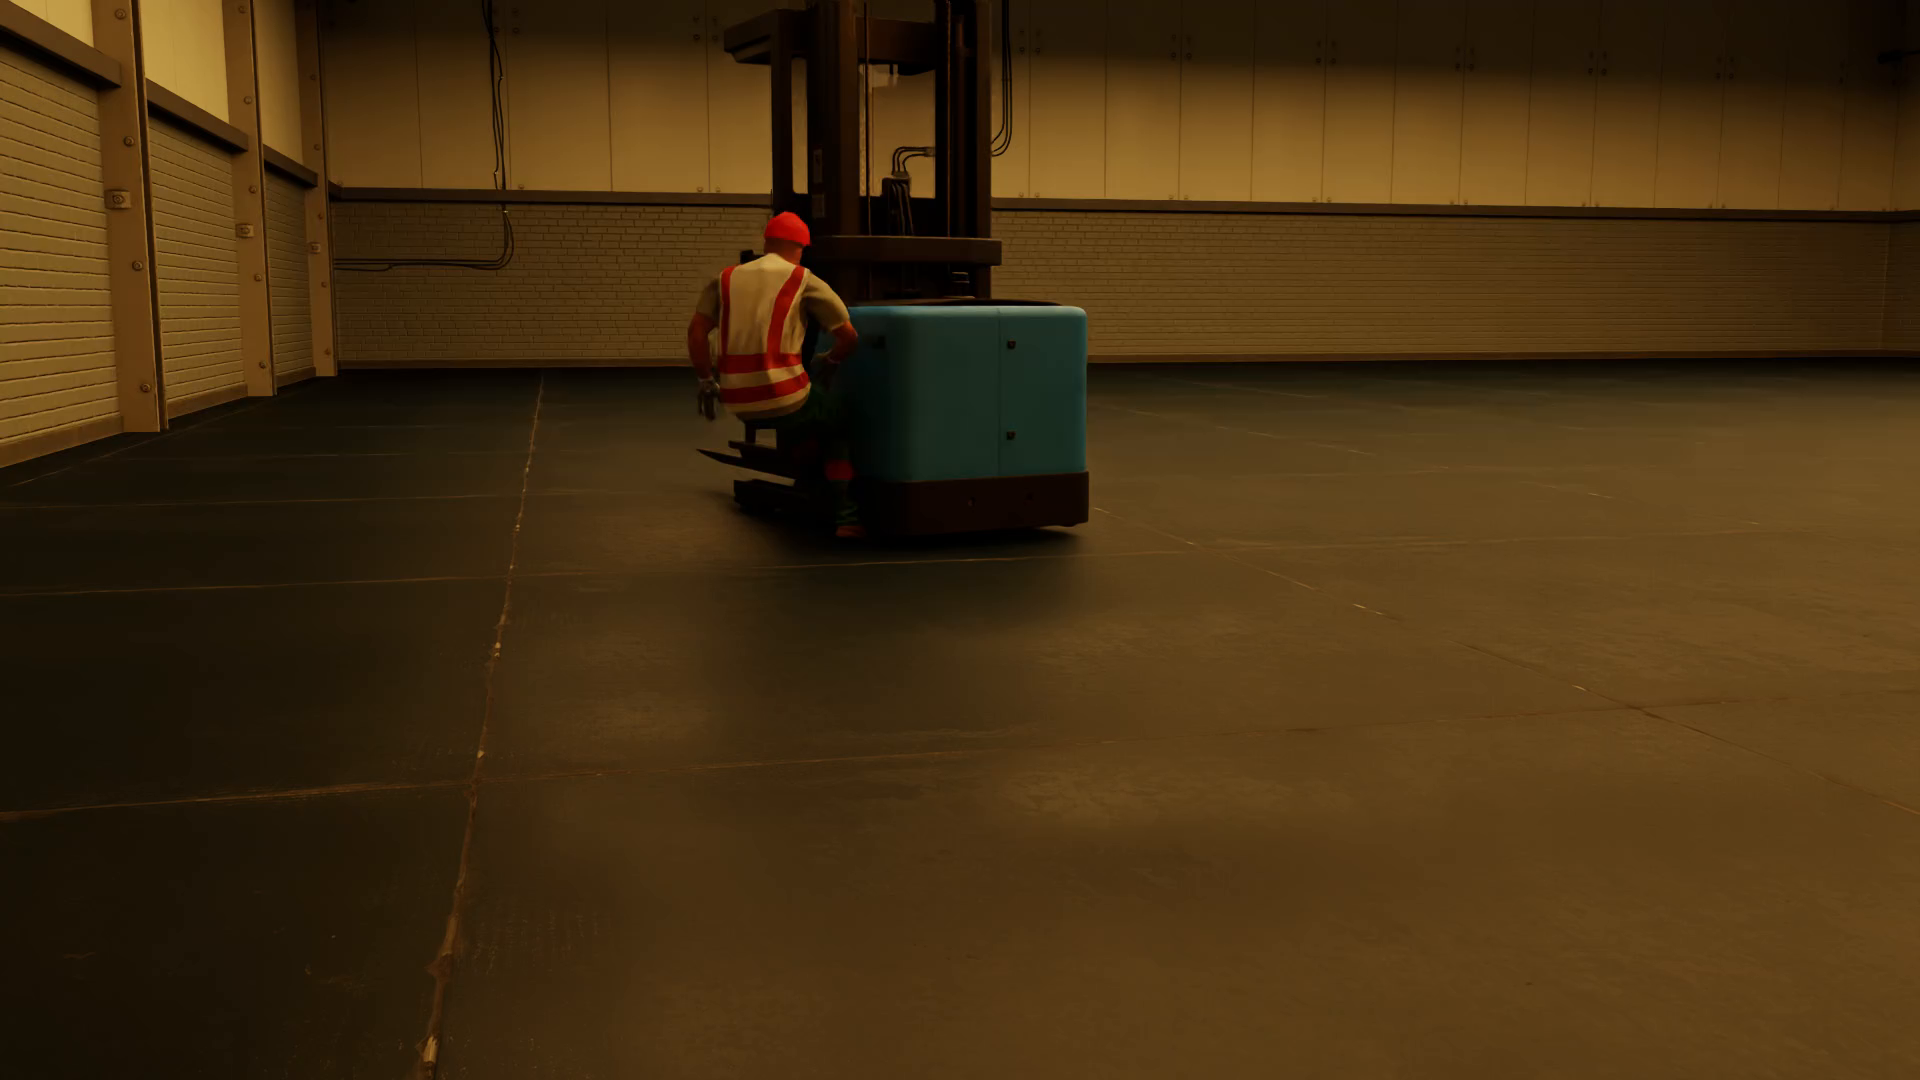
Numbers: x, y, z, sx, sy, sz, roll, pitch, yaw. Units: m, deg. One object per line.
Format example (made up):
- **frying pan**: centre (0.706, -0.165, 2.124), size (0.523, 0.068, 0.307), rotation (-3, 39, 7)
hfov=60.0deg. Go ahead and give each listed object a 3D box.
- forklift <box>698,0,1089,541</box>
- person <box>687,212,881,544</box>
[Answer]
- **forklift**: centre (-0.547, -1.612, 8.649), size (1.130, 2.935, 3.031), rotation (-4, 9, -29)
- **person**: centre (-0.756, -0.709, 7.615), size (0.800, 1.547, 0.935), rotation (3, 8, 17)
